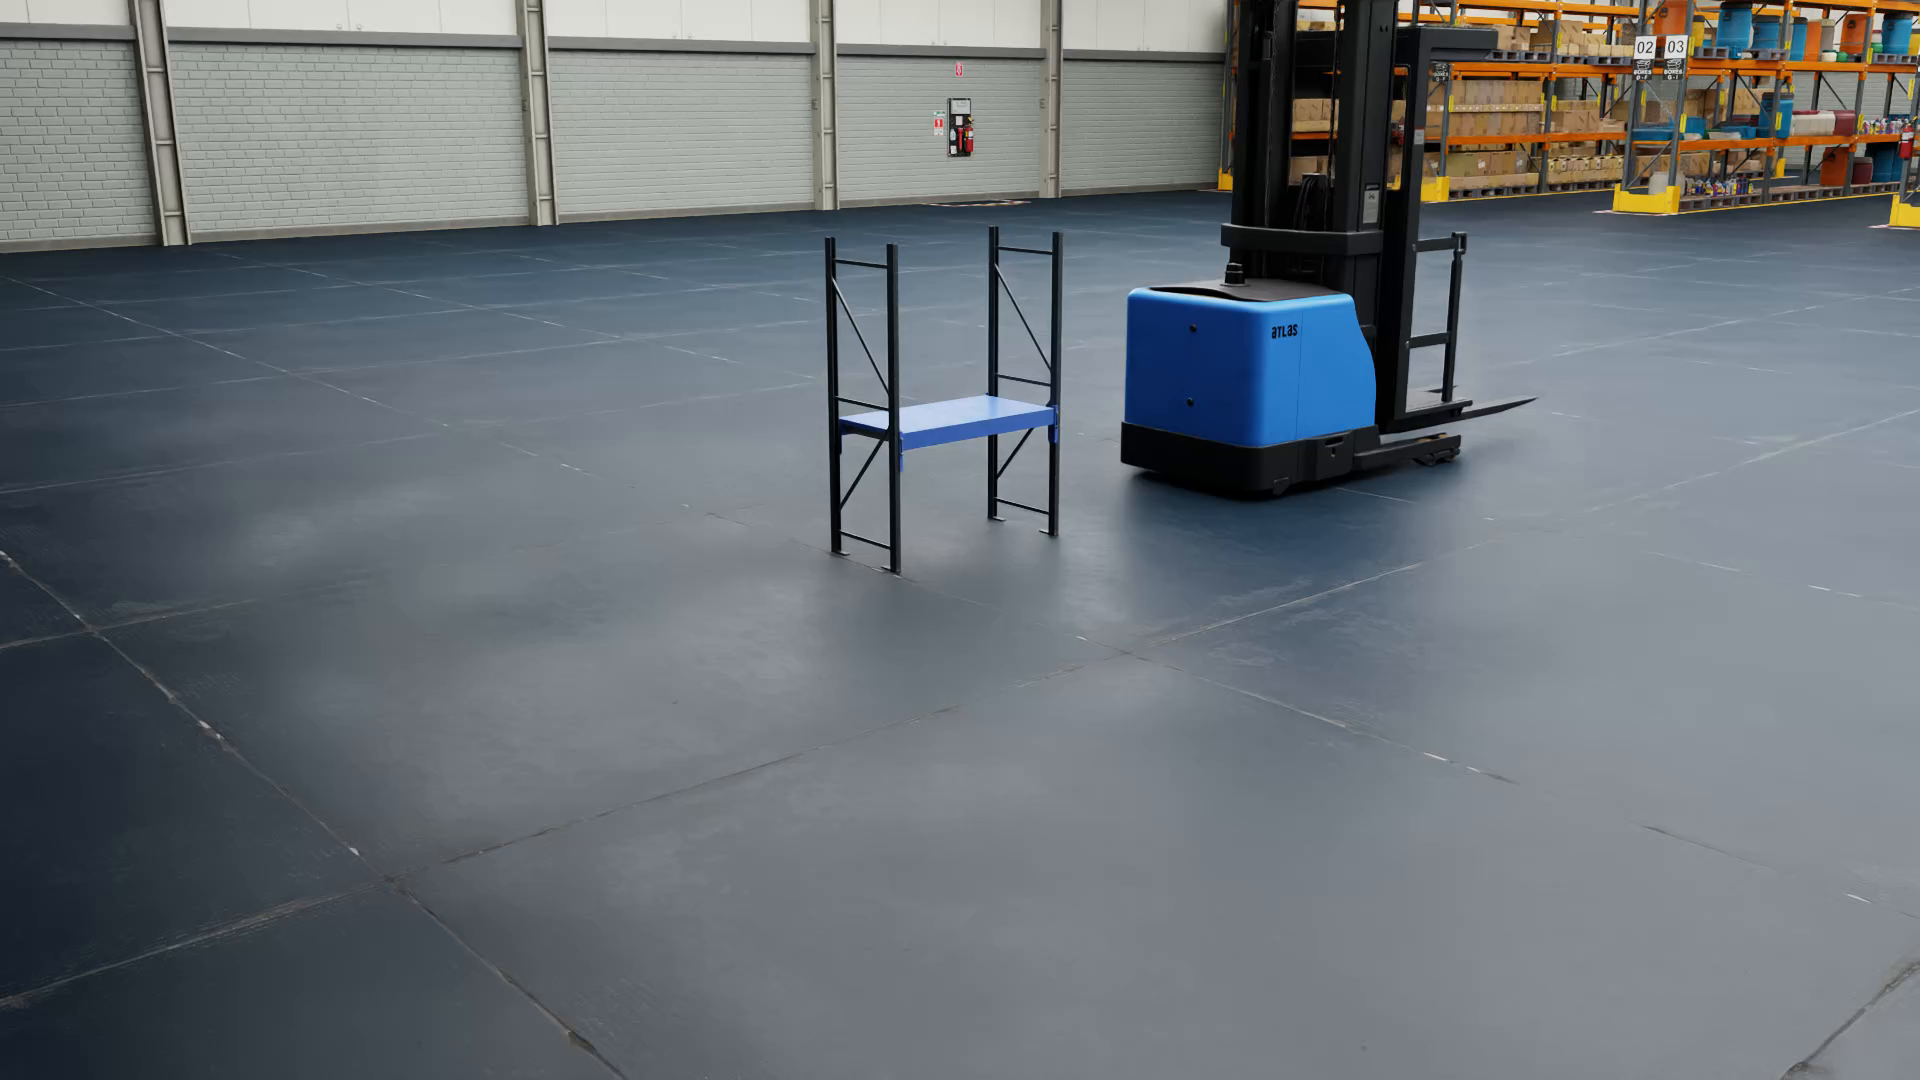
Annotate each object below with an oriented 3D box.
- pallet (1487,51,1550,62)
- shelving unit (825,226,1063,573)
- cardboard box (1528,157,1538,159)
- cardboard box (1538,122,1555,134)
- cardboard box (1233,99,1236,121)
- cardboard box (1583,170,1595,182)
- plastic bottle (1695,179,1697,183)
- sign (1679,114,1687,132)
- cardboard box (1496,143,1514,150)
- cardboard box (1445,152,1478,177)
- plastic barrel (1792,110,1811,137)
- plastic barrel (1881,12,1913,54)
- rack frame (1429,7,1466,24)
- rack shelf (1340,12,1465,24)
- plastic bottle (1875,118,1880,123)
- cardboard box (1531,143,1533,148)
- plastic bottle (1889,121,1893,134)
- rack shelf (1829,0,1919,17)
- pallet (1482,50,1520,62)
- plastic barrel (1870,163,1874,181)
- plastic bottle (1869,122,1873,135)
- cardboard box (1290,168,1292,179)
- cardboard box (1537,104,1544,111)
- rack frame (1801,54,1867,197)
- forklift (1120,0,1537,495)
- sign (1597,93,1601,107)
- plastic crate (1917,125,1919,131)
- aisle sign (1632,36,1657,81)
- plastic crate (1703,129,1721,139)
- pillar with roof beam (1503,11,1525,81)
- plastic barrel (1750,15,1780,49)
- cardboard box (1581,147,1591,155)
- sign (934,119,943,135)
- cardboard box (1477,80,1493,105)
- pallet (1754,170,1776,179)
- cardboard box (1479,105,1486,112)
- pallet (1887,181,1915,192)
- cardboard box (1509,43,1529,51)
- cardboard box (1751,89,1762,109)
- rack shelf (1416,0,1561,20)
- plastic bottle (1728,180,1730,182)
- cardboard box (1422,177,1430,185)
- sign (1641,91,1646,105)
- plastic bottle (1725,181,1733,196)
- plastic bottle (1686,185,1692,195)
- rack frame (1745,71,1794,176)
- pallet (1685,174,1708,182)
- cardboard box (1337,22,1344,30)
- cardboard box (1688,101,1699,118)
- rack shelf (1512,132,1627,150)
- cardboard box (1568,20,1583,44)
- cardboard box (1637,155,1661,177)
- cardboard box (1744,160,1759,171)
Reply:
[{"bbox_3d":[12.153,-10.578,36.397,1.213,0.211,1.003,-13,19,-39],"label":"pallet"},{"bbox_3d":[-0.064,-0.710,8.002,1.048,1.500,0.538,-13,19,-39],"label":"shelving unit"},{"bbox_3d":[13.285,-8.680,38.361,0.500,0.311,0.500,-12,19,-38],"label":"cardboard box"},{"bbox_3d":[13.122,-9.340,37.696,0.500,0.250,0.500,-11,19,-36],"label":"cardboard box"},{"bbox_3d":[6.723,-10.028,38.778,0.500,0.500,0.500,-13,20,-40],"label":"cardboard box"},{"bbox_3d":[14.406,-8.476,38.684,0.500,0.250,0.500,-12,19,-38],"label":"cardboard box"},{"bbox_3d":[14.852,-7.148,33.611,0.133,0.283,0.061,-12,19,-37],"label":"plastic bottle"},{"bbox_3d":[13.368,-7.704,30.744,0.005,0.325,0.100,-13,19,-39],"label":"sign"},{"bbox_3d":[14.486,-10.518,45.165,0.750,0.750,0.750,-12,19,-38],"label":"cardboard box"},{"bbox_3d":[10.688,-8.013,35.496,0.500,0.500,0.500,-13,19,-39],"label":"cardboard box"},{"bbox_3d":[17.447,-8.665,34.615,0.433,0.535,0.433,0,15,0],"label":"plastic barrel"},{"bbox_3d":[20.876,-11.287,37.094,0.708,0.901,0.600,-13,19,-39],"label":"plastic barrel"},{"bbox_3d":[12.542,-13.861,42.704,0.127,3.000,1.000,-13,19,-39],"label":"rack frame"},{"bbox_3d":[11.033,-12.981,41.580,4.000,0.370,1.077,-13,19,-39],"label":"rack shelf"},{"bbox_3d":[20.552,-9.288,37.306,0.185,0.351,0.144,-13,19,-39],"label":"plastic bottle"},{"bbox_3d":[15.951,-11.069,46.652,0.250,0.149,0.380,-13,20,-40],"label":"cardboard box"},{"bbox_3d":[20.901,-9.268,37.360,0.133,0.283,0.061,-13,19,-39],"label":"plastic bottle"},{"bbox_3d":[20.554,-11.730,36.896,4.000,0.370,1.077,-13,19,-39],"label":"rack shelf"},{"bbox_3d":[11.233,-10.372,35.628,1.213,0.211,1.003,-13,19,-39],"label":"pallet"},{"bbox_3d":[20.622,-8.425,37.986,0.421,0.512,0.421,0,15,0],"label":"plastic barrel"},{"bbox_3d":[20.064,-9.080,36.656,0.133,0.283,0.061,-13,19,-39],"label":"plastic bottle"},{"bbox_3d":[7.518,-8.717,39.429,0.500,0.311,0.500,-11,18,-35],"label":"cardboard box"},{"bbox_3d":[12.714,-9.595,36.908,0.250,0.149,0.380,-13,20,-39],"label":"cardboard box"},{"bbox_3d":[19.045,-9.034,36.257,0.127,3.000,1.000,-13,19,-39],"label":"rack frame"},{"bbox_3d":[2.394,-1.950,9.870,3.031,2.935,1.130,-12,19,-38],"label":"forklift"},{"bbox_3d":[15.433,-10.624,40.120,0.005,0.325,0.100,-13,19,-39],"label":"sign"},{"bbox_3d":[22.508,-9.664,39.011,0.243,0.136,0.396,-13,19,-39],"label":"plastic crate"},{"bbox_3d":[12.761,-8.980,31.019,0.004,0.787,0.394,-13,19,-39],"label":"aisle sign"},{"bbox_3d":[14.818,-8.079,33.093,0.662,0.188,0.450,-13,19,-39],"label":"plastic crate"},{"bbox_3d":[18.346,-13.987,43.177,0.400,9.000,9.100,-13,19,-39],"label":"pillar with roof beam"},{"bbox_3d":[16.269,-10.176,33.749,0.708,0.901,0.600,-13,19,-39],"label":"plastic barrel"},{"bbox_3d":[17.737,-11.090,47.985,0.500,0.500,0.700,-13,20,-40],"label":"cardboard box"},{"bbox_3d":[-0.433,-8.410,33.854,0.234,0.329,0.001,-13,19,-39],"label":"sign"},{"bbox_3d":[10.935,-9.580,35.594,0.500,0.500,0.700,-13,19,-39],"label":"cardboard box"},{"bbox_3d":[21.173,-9.858,44.749,1.213,0.211,1.003,-13,19,-39],"label":"pallet"},{"bbox_3d":[10.977,-9.205,35.447,0.250,0.149,0.380,-14,20,-41],"label":"cardboard box"},{"bbox_3d":[21.453,-8.241,38.695,1.213,0.211,1.003,-13,19,-39],"label":"pallet"},{"bbox_3d":[12.048,-10.662,35.942,0.250,0.149,0.380,-13,19,-39],"label":"cardboard box"},{"bbox_3d":[20.520,-11.495,43.340,0.500,0.500,0.500,-12,19,-38],"label":"cardboard box"},{"bbox_3d":[11.270,-11.340,35.435,4.000,0.370,1.077,-13,19,-39],"label":"rack shelf"},{"bbox_3d":[15.470,-7.080,33.367,0.135,0.276,0.152,-13,19,-39],"label":"plastic bottle"},{"bbox_3d":[9.972,-7.666,35.652,0.500,0.250,0.500,-13,19,-39],"label":"cardboard box"},{"bbox_3d":[16.163,-10.450,39.318,0.005,0.325,0.100,-13,19,-39],"label":"sign"},{"bbox_3d":[15.218,-6.974,32.970,0.135,0.276,0.152,-12,19,-38],"label":"plastic bottle"},{"bbox_3d":[14.517,-6.975,33.121,0.097,0.201,0.097,0,15,0],"label":"plastic bottle"},{"bbox_3d":[21.832,-11.354,44.943,0.127,3.000,1.000,-13,19,-39],"label":"rack frame"},{"bbox_3d":[18.225,-9.184,42.223,1.213,0.211,1.003,-13,19,-39],"label":"pallet"},{"bbox_3d":[8.916,-12.042,39.537,0.500,0.500,0.500,-11,19,-36],"label":"cardboard box"},{"bbox_3d":[18.310,-10.891,42.202,0.700,0.500,0.500,8,17,28],"label":"cardboard box"},{"bbox_3d":[14.288,-9.312,38.694,4.000,0.370,1.077,-13,19,-39],"label":"rack shelf"},{"bbox_3d":[13.685,-11.461,37.555,0.500,0.500,0.500,-10,18,-34],"label":"cardboard box"},{"bbox_3d":[16.719,-9.115,40.552,0.500,0.500,0.500,-14,20,-41],"label":"cardboard box"},{"bbox_3d":[20.847,-9.943,44.136,0.500,0.250,0.500,-13,19,-39],"label":"cardboard box"}]
